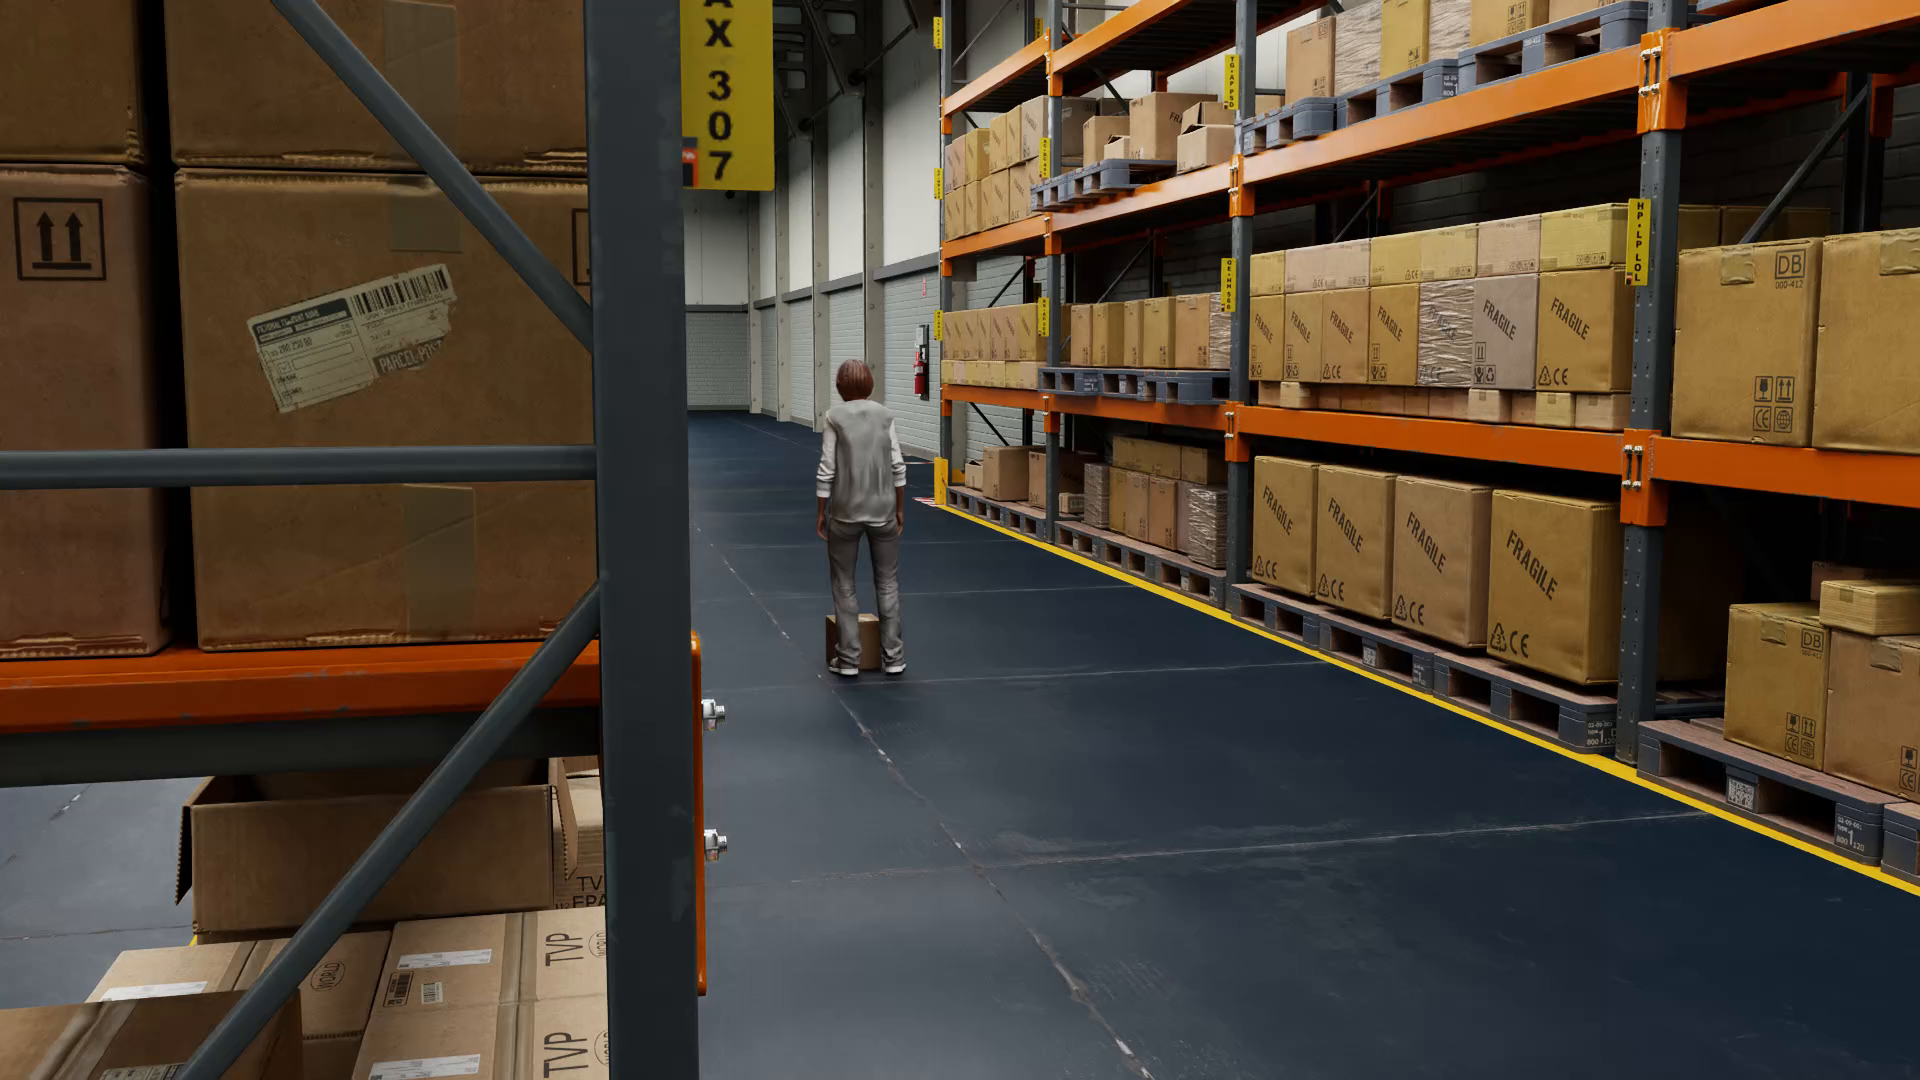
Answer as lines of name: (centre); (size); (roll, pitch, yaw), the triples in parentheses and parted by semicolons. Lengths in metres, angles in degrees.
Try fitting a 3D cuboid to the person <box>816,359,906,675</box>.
person: (-0.492, -0.111, 8.379); (0.483, 1.591, 0.347); (-2, 7, -17)
